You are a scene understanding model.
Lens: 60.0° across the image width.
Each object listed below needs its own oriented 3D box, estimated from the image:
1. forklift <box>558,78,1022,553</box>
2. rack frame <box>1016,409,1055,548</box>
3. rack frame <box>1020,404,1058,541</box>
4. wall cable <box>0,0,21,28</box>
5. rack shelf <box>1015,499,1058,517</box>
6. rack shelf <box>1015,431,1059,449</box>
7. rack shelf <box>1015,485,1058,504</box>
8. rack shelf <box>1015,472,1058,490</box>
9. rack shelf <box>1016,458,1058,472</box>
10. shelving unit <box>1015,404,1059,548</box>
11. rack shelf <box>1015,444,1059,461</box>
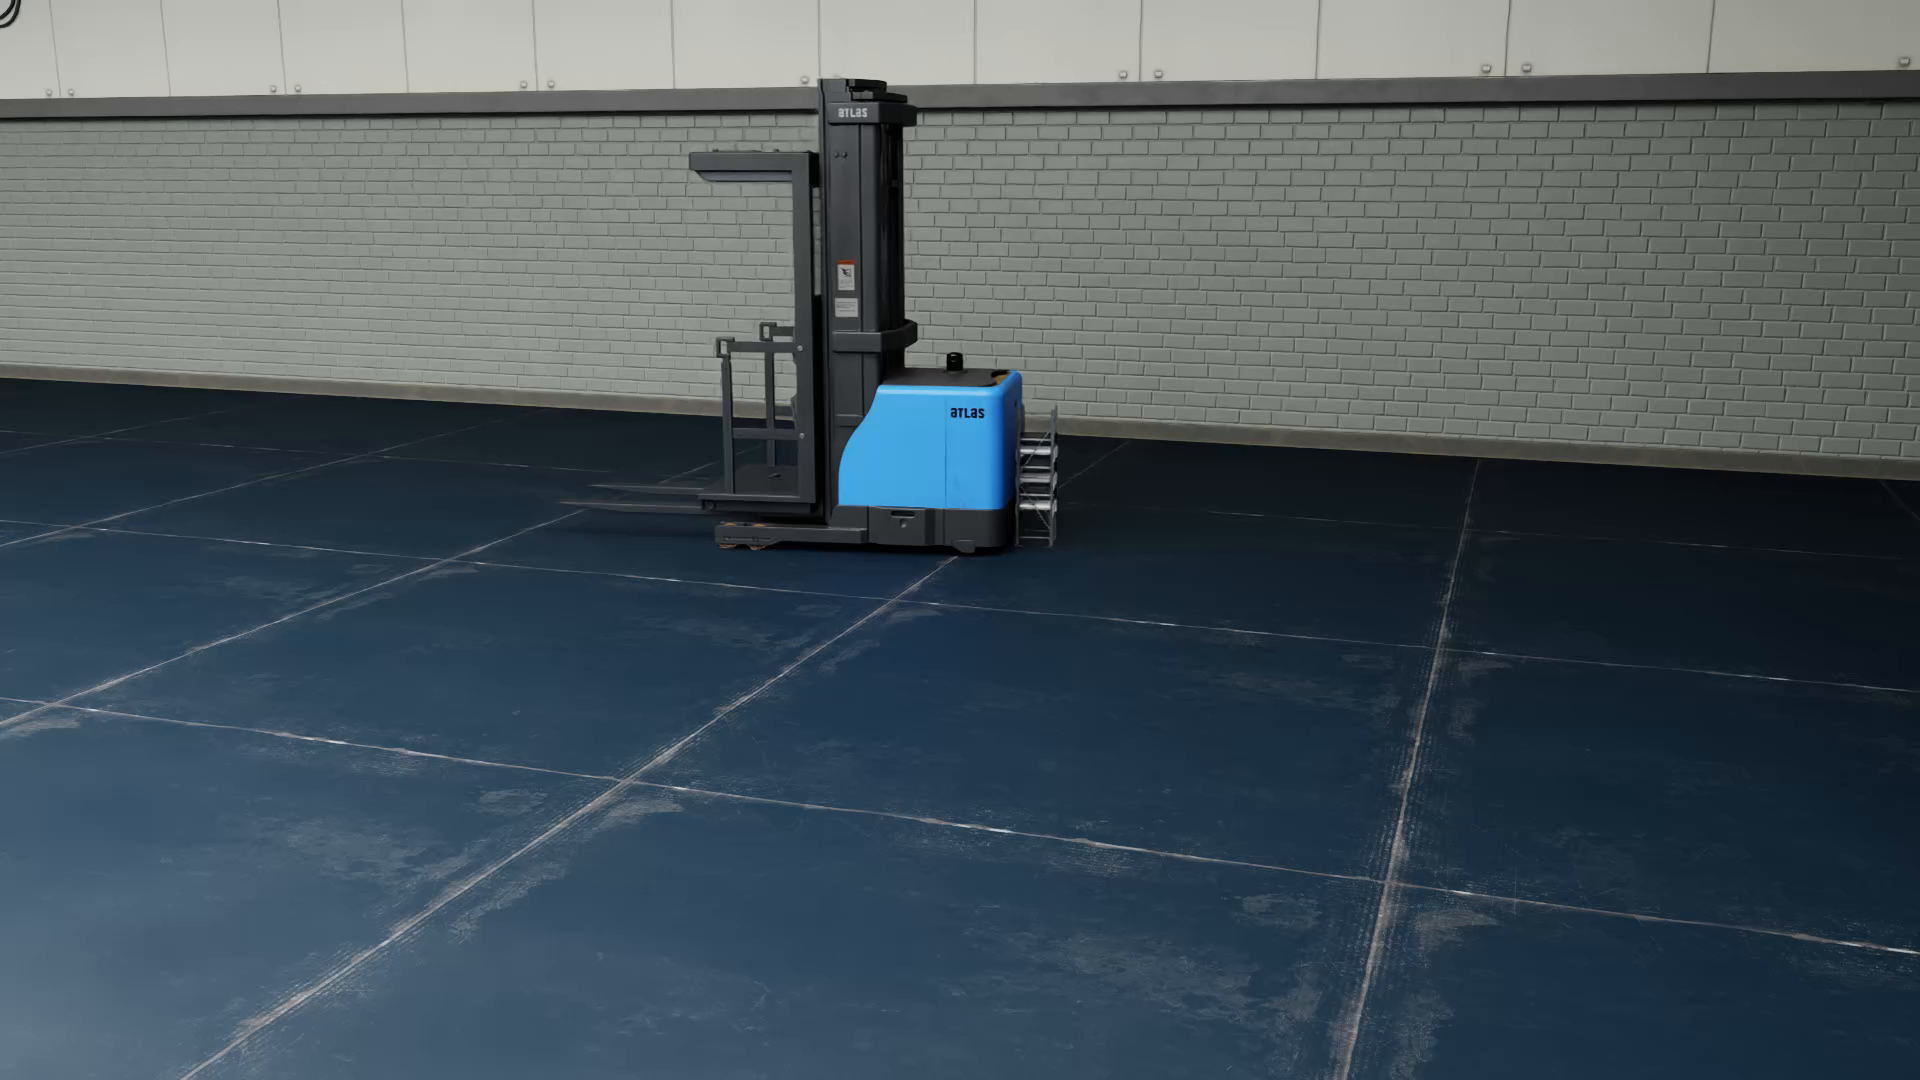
[{"bbox_3d":[-1.135,-1.478,10.877,3.031,2.935,1.130,2,13,9],"label":"forklift"},{"bbox_3d":[0.482,-0.395,10.696,0.240,0.900,0.006,2,13,9],"label":"rack frame"},{"bbox_3d":[0.515,-0.440,10.891,0.240,0.900,0.006,2,13,9],"label":"rack frame"},{"bbox_3d":[-11.239,-7.924,17.838,2.305,6.003,0.169,4,14,18],"label":"wall cable"},{"bbox_3d":[0.498,-0.210,10.841,0.258,0.077,0.200,2,13,9],"label":"rack shelf"},{"bbox_3d":[0.499,-0.648,10.741,0.258,0.077,0.200,2,13,9],"label":"rack shelf"},{"bbox_3d":[0.499,-0.297,10.821,0.258,0.077,0.200,2,13,9],"label":"rack shelf"},{"bbox_3d":[0.499,-0.385,10.801,0.258,0.077,0.200,2,13,9],"label":"rack shelf"},{"bbox_3d":[0.499,-0.473,10.781,0.258,0.077,0.200,2,13,9],"label":"rack shelf"},{"bbox_3d":[0.499,-0.418,10.793,0.258,0.900,0.210,2,13,9],"label":"shelving unit"},{"bbox_3d":[0.499,-0.560,10.761,0.258,0.077,0.200,2,13,9],"label":"rack shelf"}]
